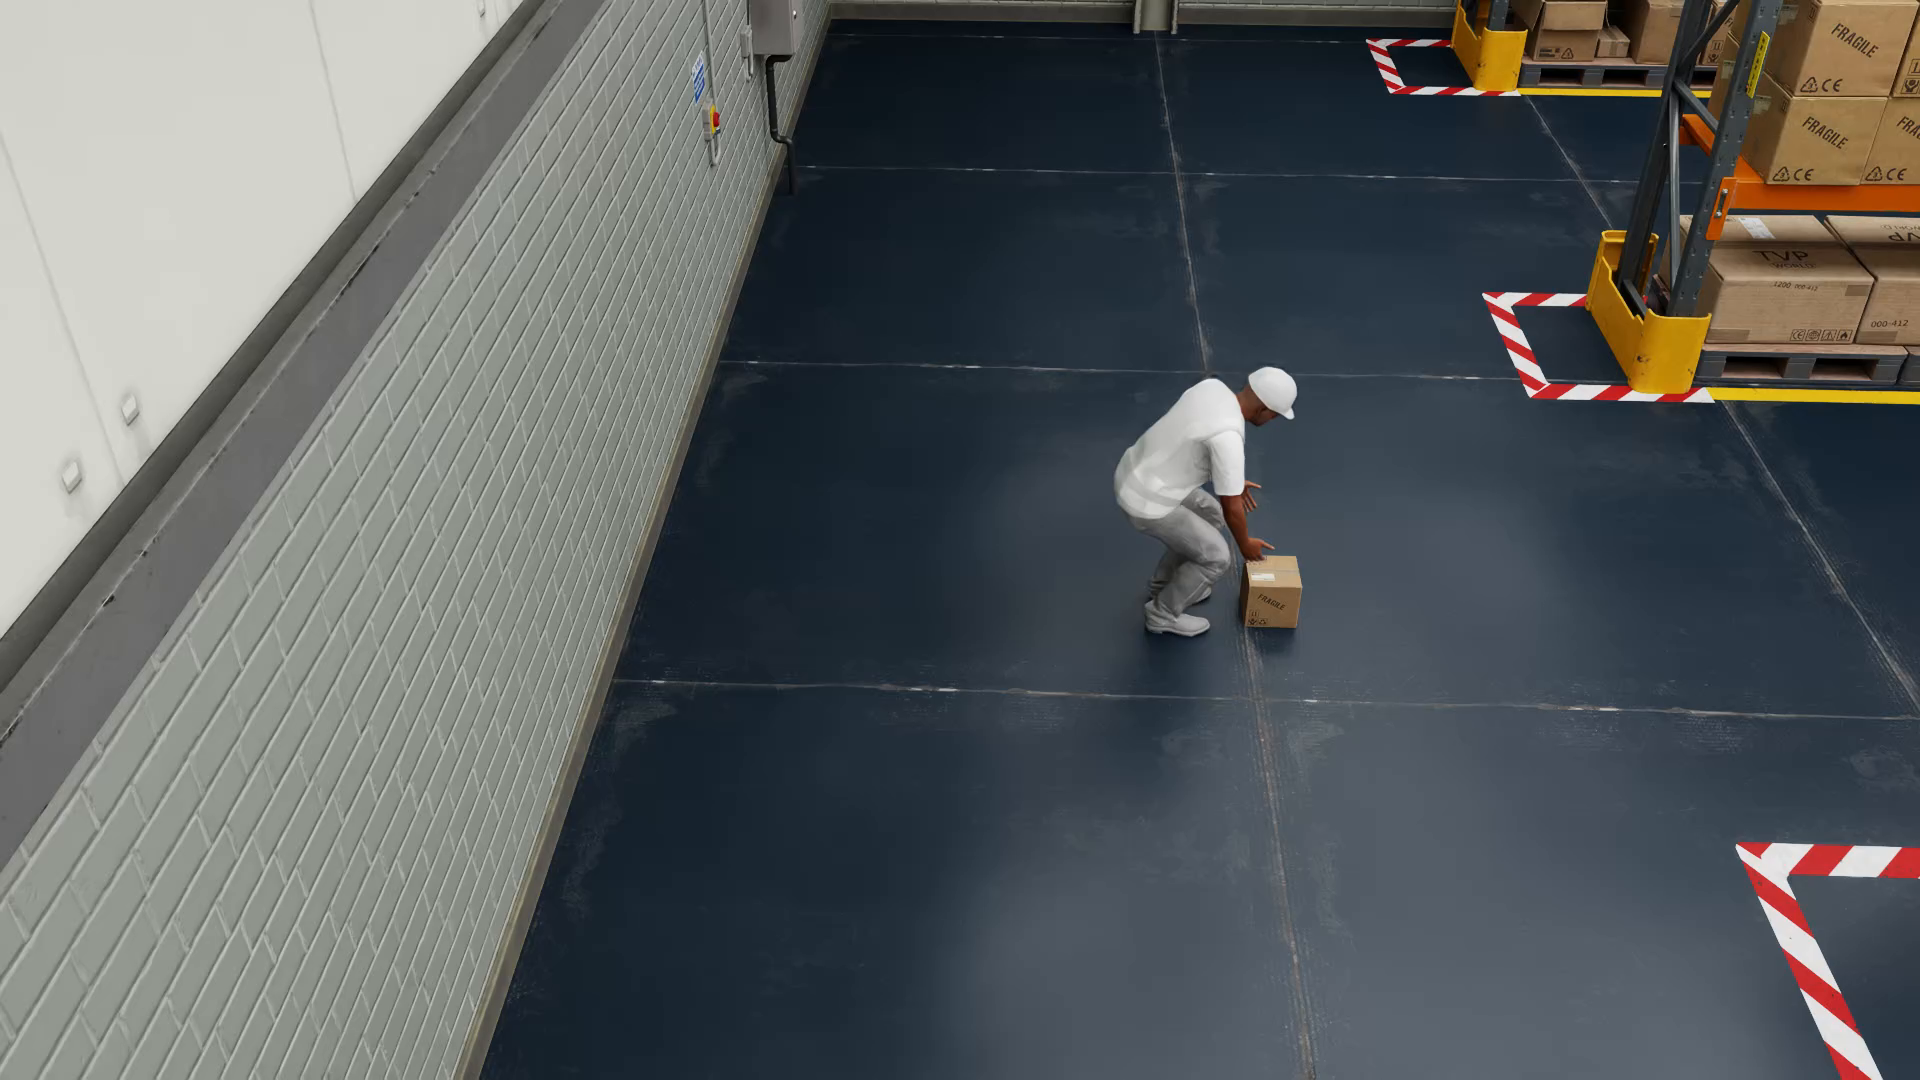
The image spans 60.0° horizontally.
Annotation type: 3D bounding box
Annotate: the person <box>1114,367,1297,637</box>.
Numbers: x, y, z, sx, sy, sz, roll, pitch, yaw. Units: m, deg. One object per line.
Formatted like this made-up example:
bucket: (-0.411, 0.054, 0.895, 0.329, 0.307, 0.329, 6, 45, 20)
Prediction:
person: (1.112, -0.219, 7.770, 0.792, 1.343, 0.631, 1, 36, 2)
